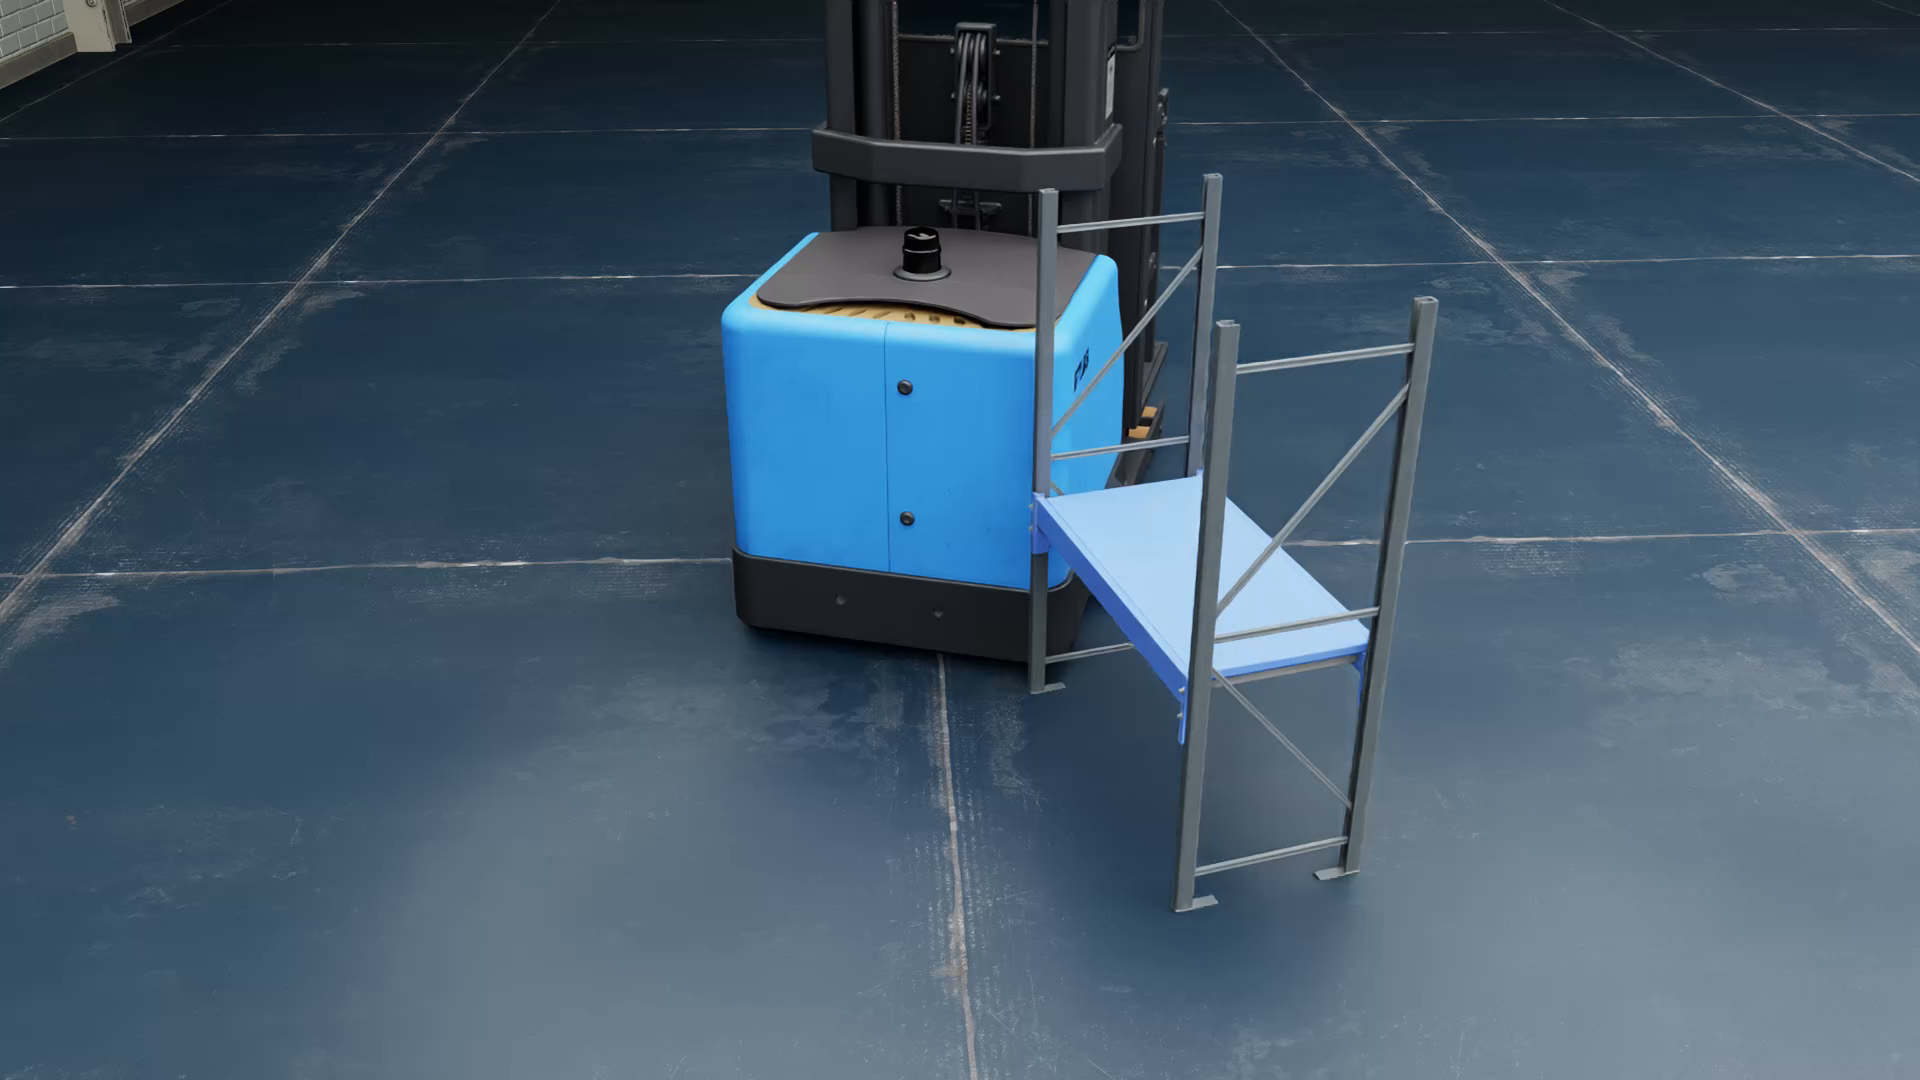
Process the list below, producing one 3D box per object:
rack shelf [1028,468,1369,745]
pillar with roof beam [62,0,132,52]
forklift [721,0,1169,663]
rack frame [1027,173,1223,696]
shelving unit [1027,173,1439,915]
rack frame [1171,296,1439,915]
[{"bbox_3d":[0.598,0.133,4.262,0.538,0.185,1.000,-9,29,-16],"label":"rack shelf"},{"bbox_3d":[-2.573,-8.051,11.455,9.100,9.000,0.400,-1,28,-3],"label":"pillar with roof beam"},{"bbox_3d":[0.167,-1.600,5.647,1.130,2.935,3.031,7,28,13],"label":"forklift"},{"bbox_3d":[0.441,-0.250,4.608,0.500,1.500,0.032,-9,29,-16],"label":"rack frame"},{"bbox_3d":[0.598,-0.027,4.179,0.538,1.500,1.048,-9,29,-16],"label":"shelving unit"},{"bbox_3d":[0.755,0.197,3.750,0.500,1.500,0.032,-9,29,-16],"label":"rack frame"}]
